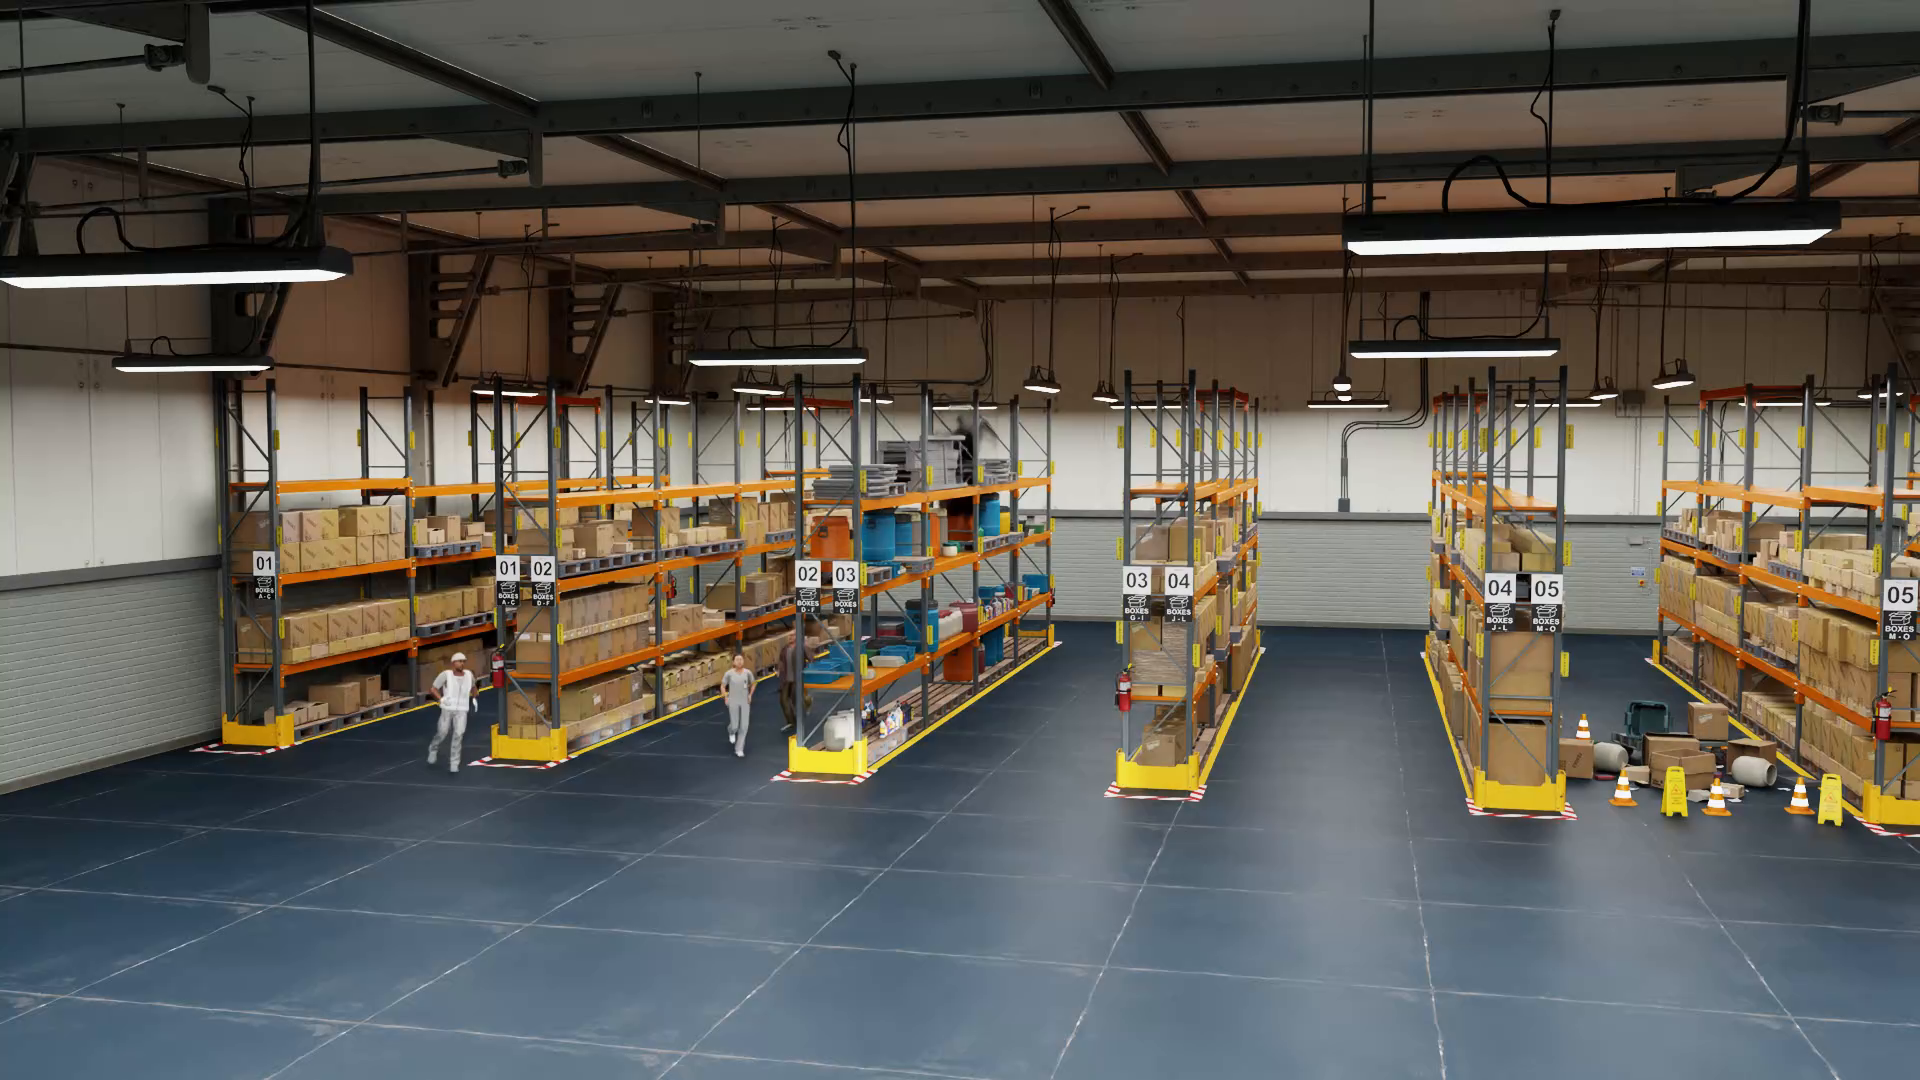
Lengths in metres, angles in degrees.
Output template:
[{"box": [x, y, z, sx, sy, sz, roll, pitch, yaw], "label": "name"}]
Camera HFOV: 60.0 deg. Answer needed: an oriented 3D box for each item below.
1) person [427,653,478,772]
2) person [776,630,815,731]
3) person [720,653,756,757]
[{"box": [-7.663, 2.591, 25.296, 0.743, 1.747, 0.984, -2, 4, -32], "label": "person"}, {"box": [-2.861, 2.417, 28.854, 0.742, 1.733, 0.714, 2, 4, 25], "label": "person"}, {"box": [-3.529, 2.605, 26.515, 0.569, 1.629, 0.624, -1, 4, -17], "label": "person"}]
